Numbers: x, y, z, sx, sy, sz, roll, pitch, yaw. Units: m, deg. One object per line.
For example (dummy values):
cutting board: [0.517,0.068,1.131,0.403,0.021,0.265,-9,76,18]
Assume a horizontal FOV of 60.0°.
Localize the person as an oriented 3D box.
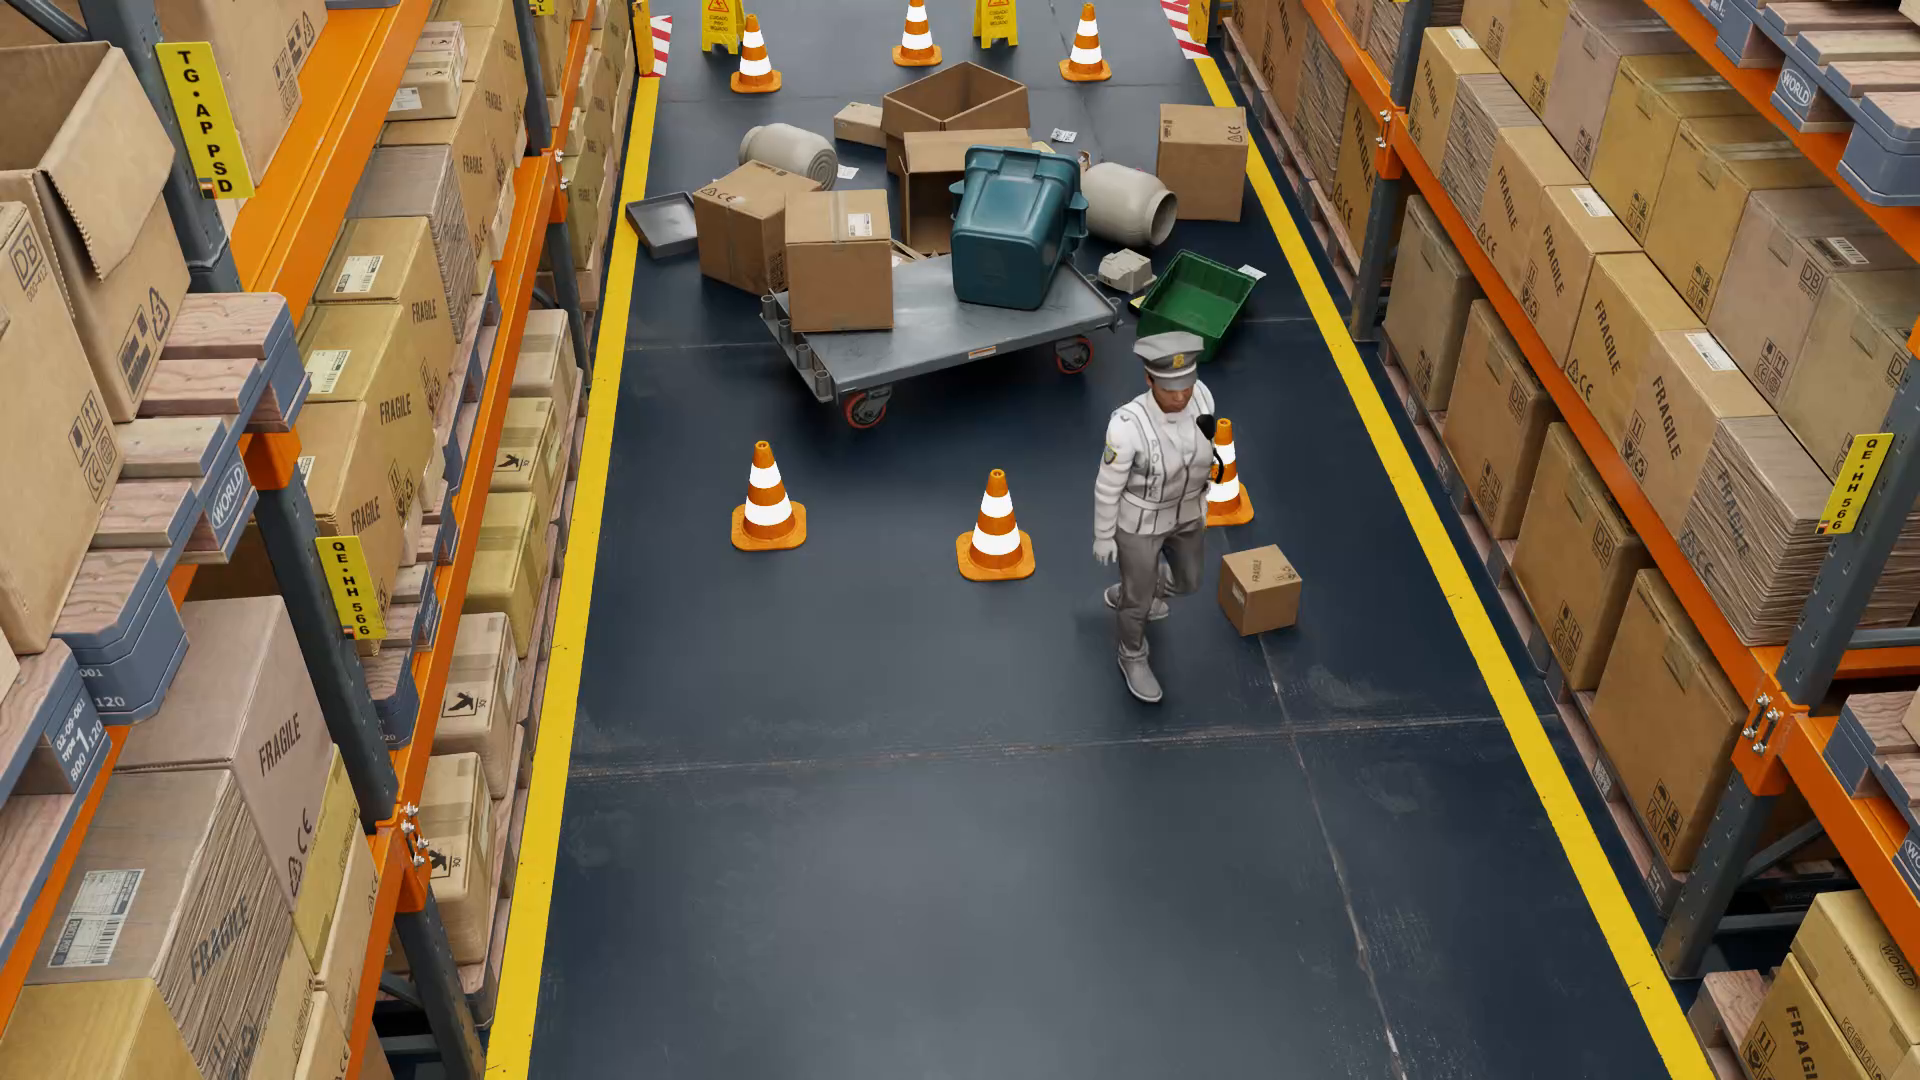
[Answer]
person: [0.702,-0.127,6.299,0.534,1.674,0.528,-22,44,-24]
